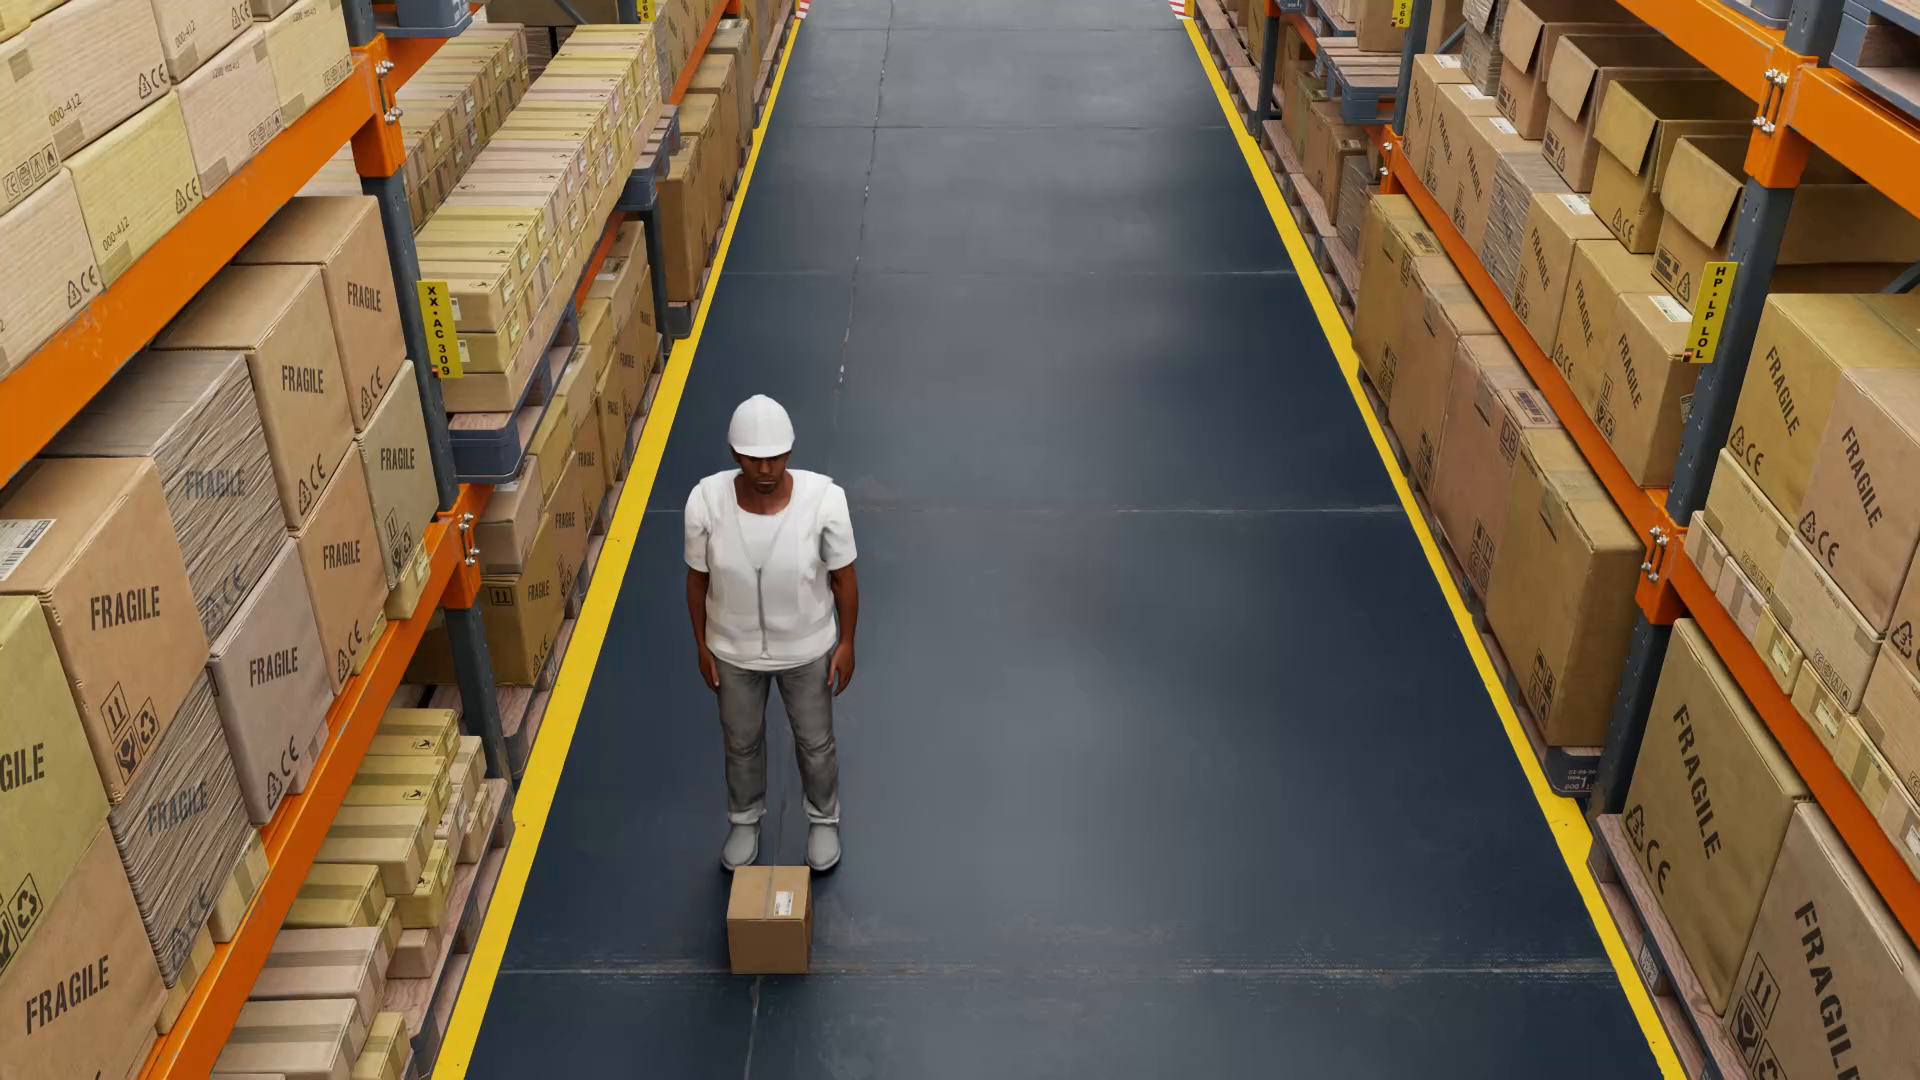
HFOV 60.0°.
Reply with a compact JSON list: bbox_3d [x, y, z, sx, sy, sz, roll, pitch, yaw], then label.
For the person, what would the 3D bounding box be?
[{"bbox_3d":[-0.616,0.343,5.534,0.564,1.767,0.360,0,31,0],"label":"person"}]
